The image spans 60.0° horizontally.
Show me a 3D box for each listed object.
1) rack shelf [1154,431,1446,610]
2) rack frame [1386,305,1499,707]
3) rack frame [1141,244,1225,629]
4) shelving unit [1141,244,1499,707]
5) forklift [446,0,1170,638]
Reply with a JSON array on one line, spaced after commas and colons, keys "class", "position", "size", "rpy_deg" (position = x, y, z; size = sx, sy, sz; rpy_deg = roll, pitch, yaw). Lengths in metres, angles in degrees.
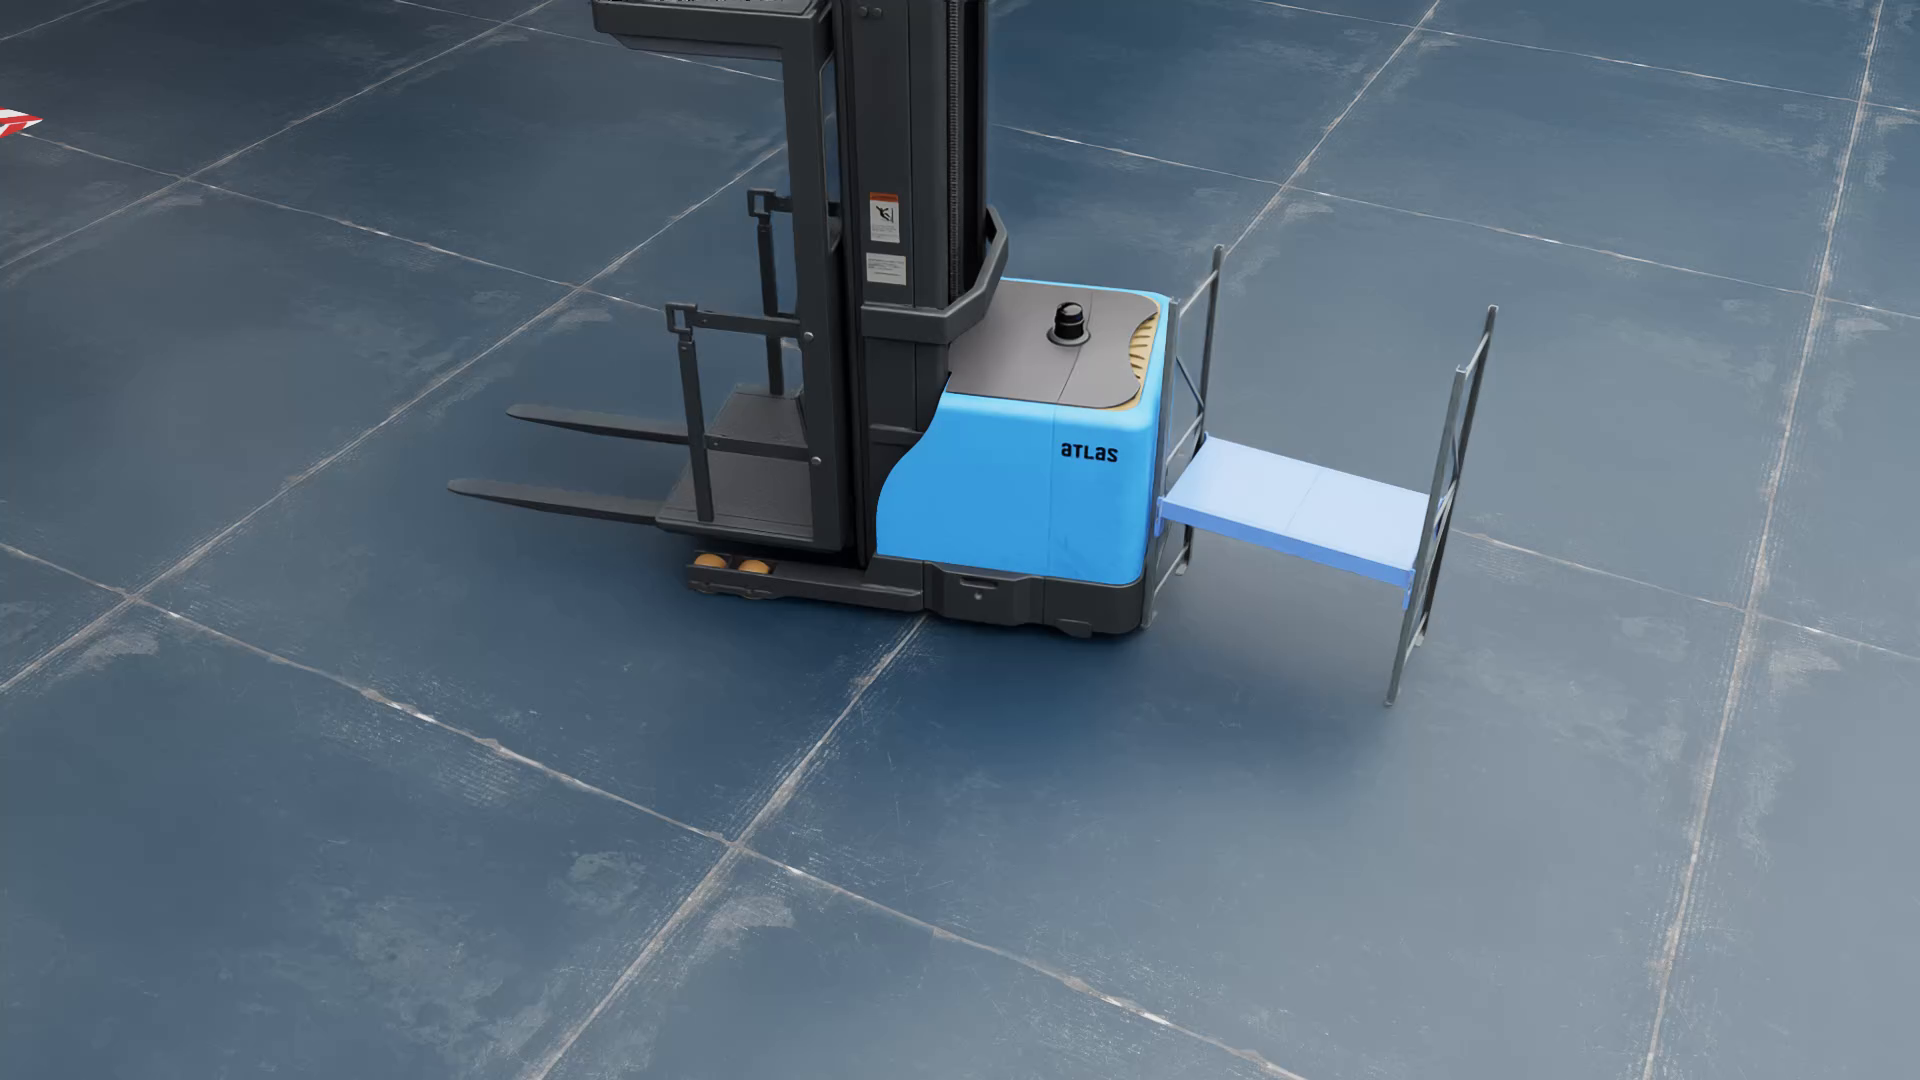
[{"class": "rack shelf", "position": [1.317, -0.091, 6.427], "size": [1.000, 0.185, 0.538], "rpy_deg": [17, 40, 21]}, {"class": "rack frame", "position": [1.770, -0.094, 6.133], "size": [0.032, 1.500, 0.500], "rpy_deg": [17, 40, 21]}, {"class": "rack frame", "position": [0.865, -0.375, 6.503], "size": [0.032, 1.500, 0.500], "rpy_deg": [17, 40, 21]}, {"class": "shelving unit", "position": [1.317, -0.234, 6.318], "size": [1.048, 1.500, 0.538], "rpy_deg": [17, 40, 21]}, {"class": "forklift", "position": [-0.670, -1.222, 6.436], "size": [3.031, 2.935, 1.130], "rpy_deg": [7, 38, 9]}]
